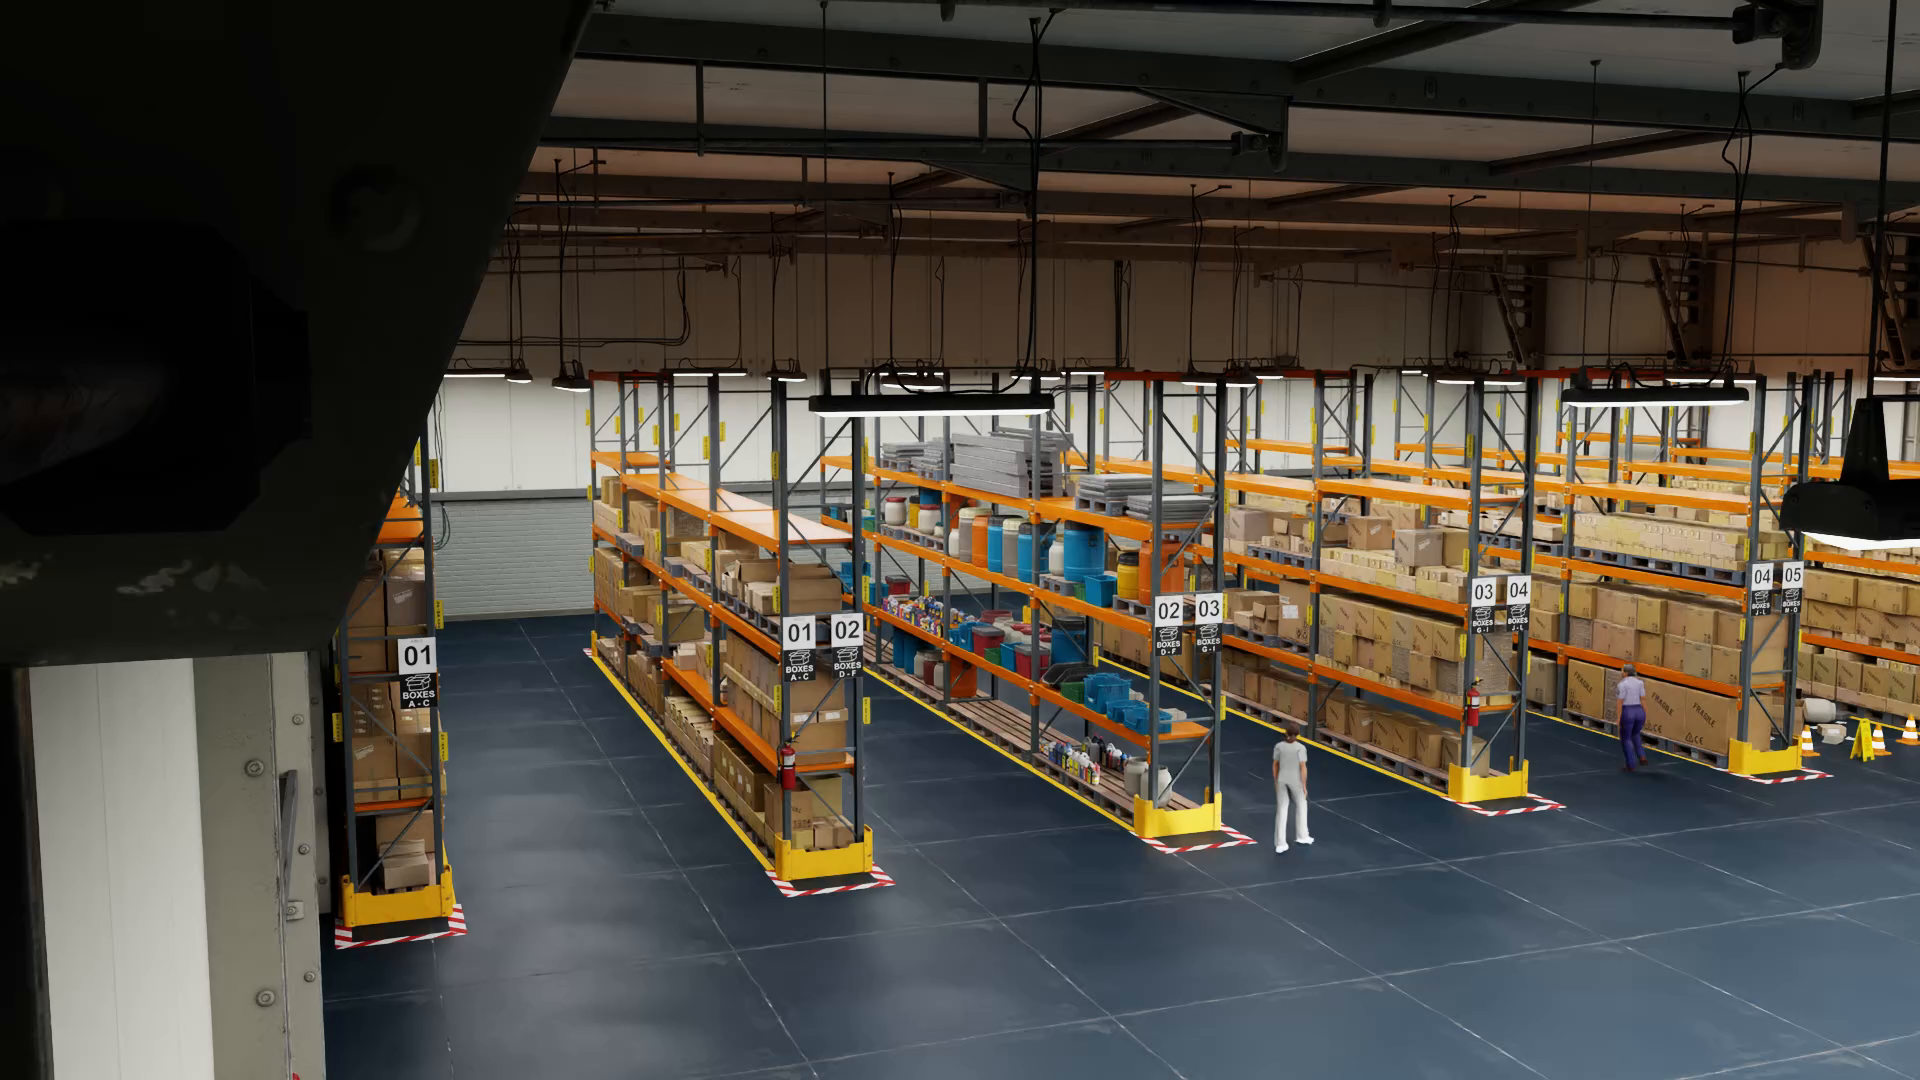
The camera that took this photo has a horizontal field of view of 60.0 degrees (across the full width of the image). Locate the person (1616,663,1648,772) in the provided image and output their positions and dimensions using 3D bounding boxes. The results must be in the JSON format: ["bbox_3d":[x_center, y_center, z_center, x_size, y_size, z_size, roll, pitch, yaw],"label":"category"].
[{"bbox_3d":[10.208,2.696,25.292,0.530,1.634,0.462,-1,7,-12],"label":"person"}]

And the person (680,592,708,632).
[{"bbox_3d":[-6.022,1.453,36.636,1.073,1.583,0.458,-3,7,-24],"label":"person"}]

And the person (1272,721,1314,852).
[{"bbox_3d":[4.248,3.137,21.310,0.498,1.645,0.854,4,7,31],"label":"person"}]
